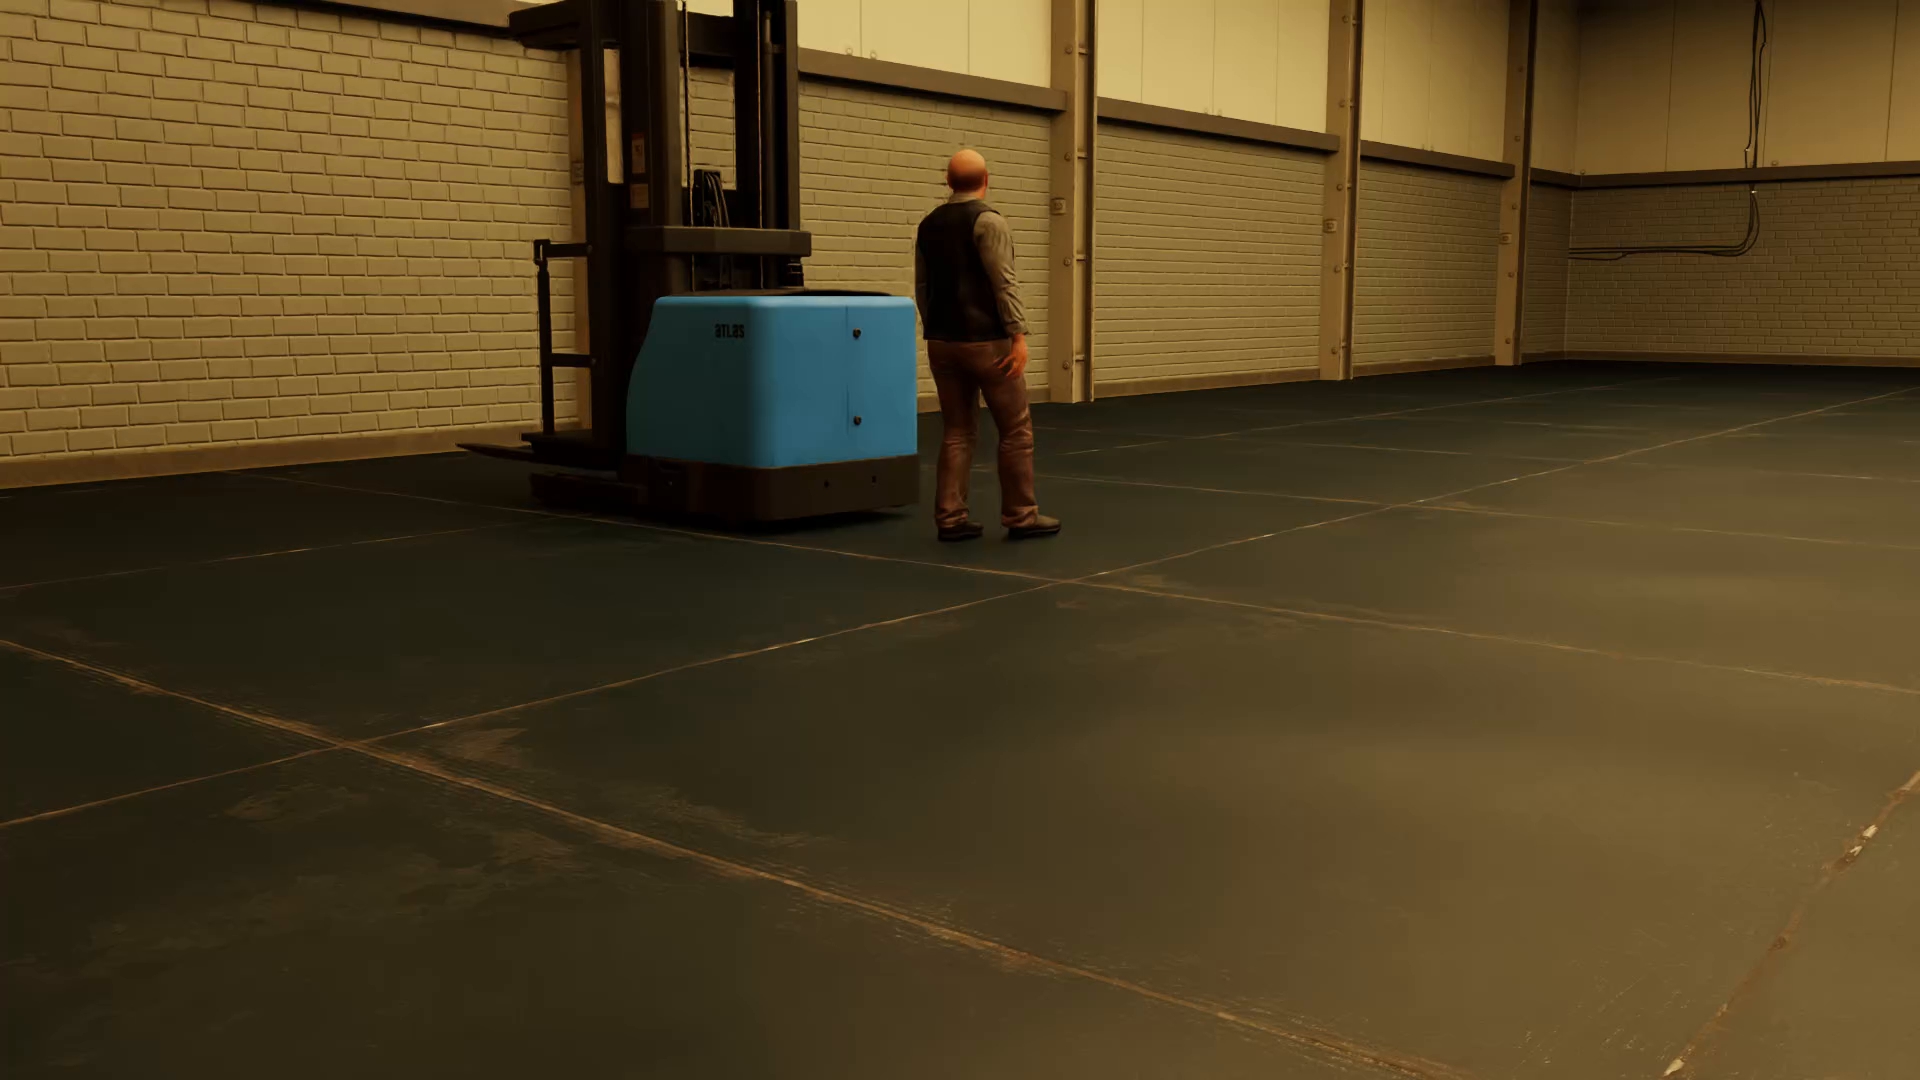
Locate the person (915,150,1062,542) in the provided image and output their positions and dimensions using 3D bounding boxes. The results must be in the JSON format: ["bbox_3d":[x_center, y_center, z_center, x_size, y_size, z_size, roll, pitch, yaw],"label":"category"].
[{"bbox_3d":[0.113,-0.817,7.445,0.686,1.621,0.601,7,11,41],"label":"person"}]

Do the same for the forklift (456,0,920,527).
[{"bbox_3d":[-1.604,-1.665,8.662,3.031,2.935,1.130,8,12,43],"label":"forklift"}]
